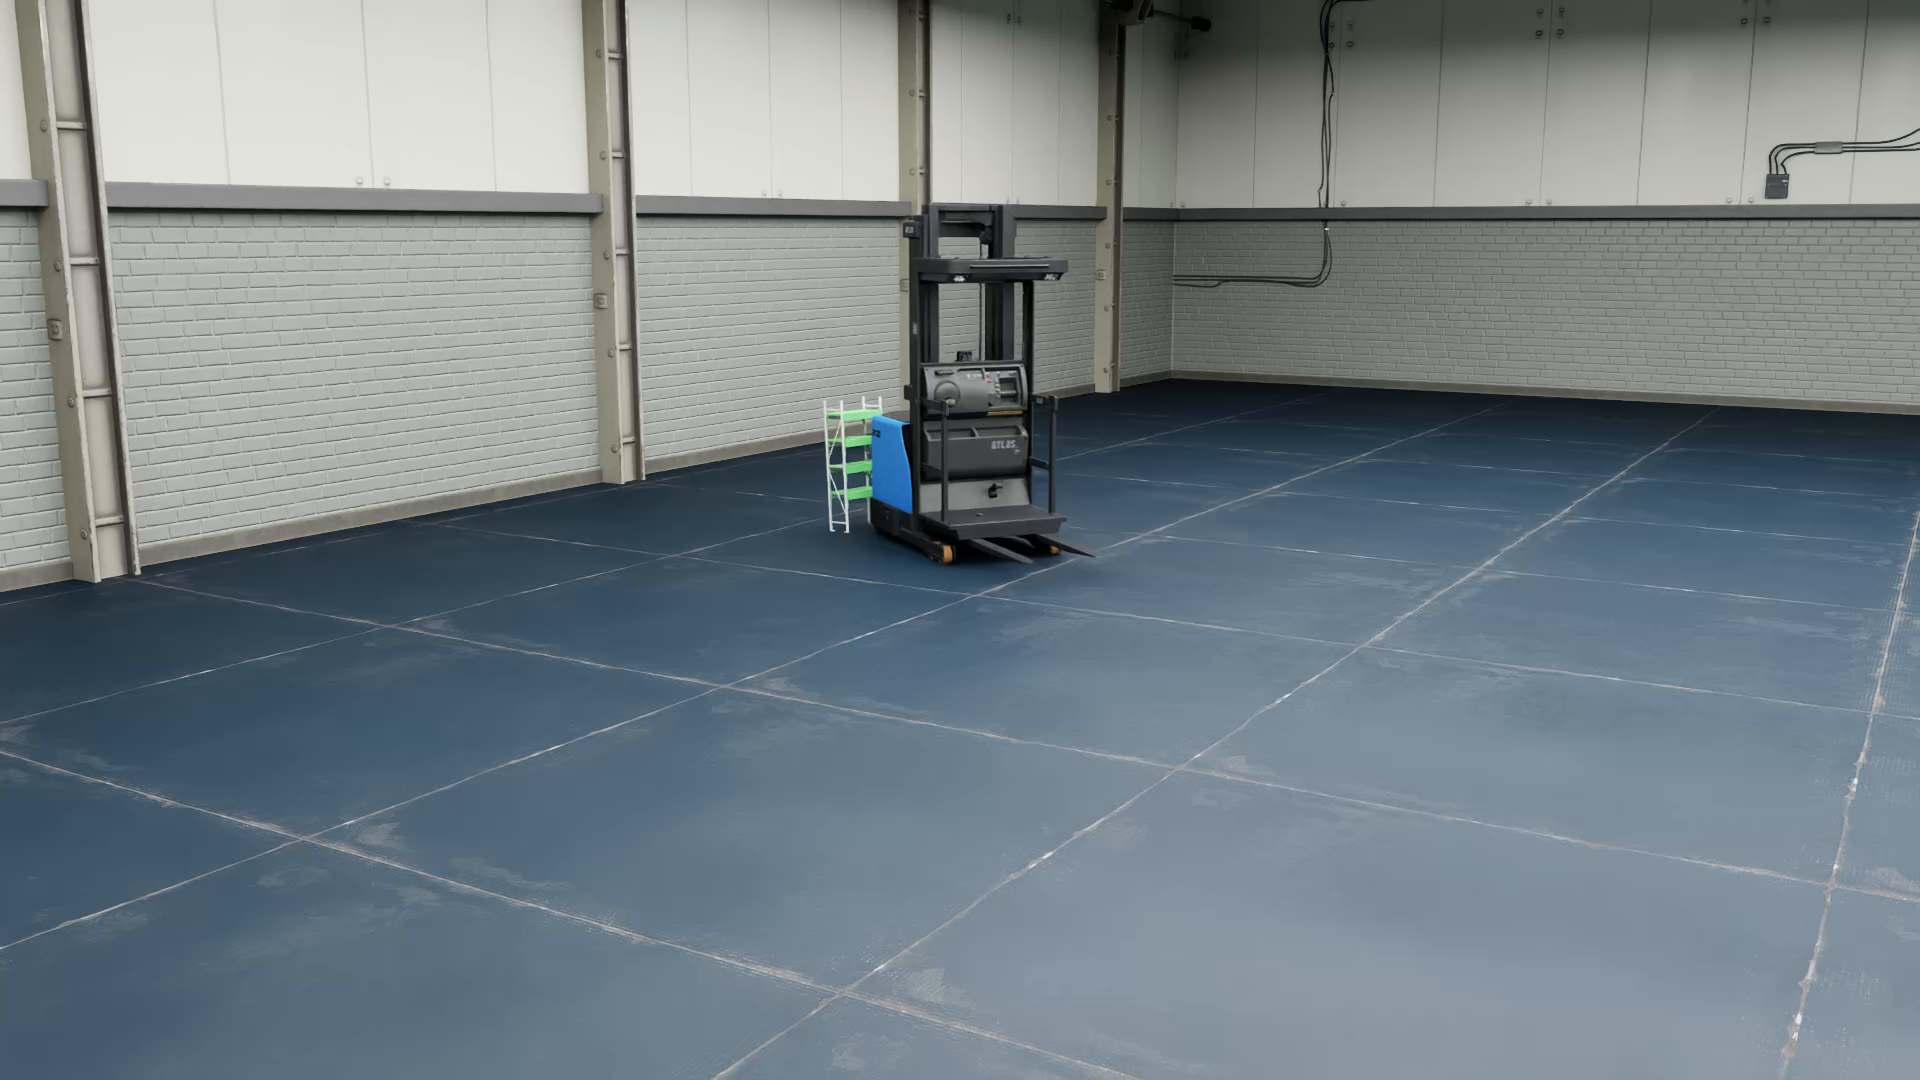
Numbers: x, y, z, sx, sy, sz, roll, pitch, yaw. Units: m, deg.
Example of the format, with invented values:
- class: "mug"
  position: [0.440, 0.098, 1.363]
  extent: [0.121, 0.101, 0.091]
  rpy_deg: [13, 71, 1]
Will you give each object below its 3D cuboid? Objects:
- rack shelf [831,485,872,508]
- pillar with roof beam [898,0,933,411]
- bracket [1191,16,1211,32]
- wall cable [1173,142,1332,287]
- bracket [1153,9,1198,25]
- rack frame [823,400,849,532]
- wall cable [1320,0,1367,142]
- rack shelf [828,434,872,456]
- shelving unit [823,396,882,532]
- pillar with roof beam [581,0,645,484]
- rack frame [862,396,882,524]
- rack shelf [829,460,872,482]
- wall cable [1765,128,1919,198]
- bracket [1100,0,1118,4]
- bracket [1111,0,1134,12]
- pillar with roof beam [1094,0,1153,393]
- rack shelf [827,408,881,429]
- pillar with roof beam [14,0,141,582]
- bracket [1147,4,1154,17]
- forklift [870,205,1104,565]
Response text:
- class: "rack shelf"
  position: [-0.950, -0.403, 15.374]
  extent: [0.258, 0.148, 0.480]
  rpy_deg: [6, 12, 43]
- class: "pillar with roof beam"
  position: [3.073, -5.610, 20.382]
  extent: [9.100, 9.000, 0.400]
  rpy_deg: [6, 12, 31]
- class: "bracket"
  position: [4.258, -9.139, 29.446]
  extent: [0.235, 0.232, 0.430]
  rpy_deg: [6, 12, 31]
- class: "wall cable"
  position: [5.168, -5.776, 29.705]
  extent: [3.097, 2.526, 0.112]
  rpy_deg: [6, 12, 31]
- class: "bracket"
  position: [3.951, -9.046, 28.950]
  extent: [0.076, 0.066, 3.189]
  rpy_deg: [6, 12, 31]
- class: "rack frame"
  position: [-1.128, -0.671, 15.153]
  extent: [0.240, 1.200, 0.015]
  rpy_deg: [6, 12, 43]
- class: "wall cable"
  position: [7.481, -8.000, 27.859]
  extent: [3.097, 2.526, 0.112]
  rpy_deg: [6, 12, 31]
- class: "rack shelf"
  position: [-0.969, -0.878, 15.303]
  extent: [0.258, 0.148, 0.480]
  rpy_deg: [6, 12, 43]
- class: "shelving unit"
  position: [-0.962, -0.704, 15.329]
  extent: [0.258, 1.200, 0.503]
  rpy_deg: [6, 12, 43]
- class: "pillar with roof beam"
  position: [-0.042, -4.667, 15.341]
  extent: [9.100, 9.000, 0.400]
  rpy_deg: [6, 12, 31]
- class: "rack frame"
  position: [-0.797, -0.736, 15.505]
  extent: [0.240, 1.200, 0.015]
  rpy_deg: [6, 12, 43]
- class: "rack shelf"
  position: [-0.960, -0.640, 15.338]
  extent: [0.258, 0.148, 0.480]
  rpy_deg: [6, 12, 43]
- class: "wall cable"
  position: [13.274, -8.064, 24.248]
  extent: [2.305, 6.003, 0.169]
  rpy_deg: [6, 12, 31]
- class: "bracket"
  position: [1.259, -8.230, 24.593]
  extent: [0.076, 0.066, 4.783]
  rpy_deg: [6, 12, 31]
- class: "bracket"
  position: [2.597, -8.635, 26.758]
  extent: [0.235, 0.232, 0.430]
  rpy_deg: [6, 12, 31]
- class: "pillar with roof beam"
  position: [6.188, -6.554, 25.422]
  extent: [9.100, 9.000, 0.548]
  rpy_deg: [6, 12, 31]
- class: "rack shelf"
  position: [-0.979, -1.115, 15.268]
  extent: [0.258, 0.148, 0.480]
  rpy_deg: [6, 12, 43]
- class: "pillar with roof beam"
  position: [-3.157, -3.723, 10.301]
  extent: [9.100, 9.000, 0.400]
  rpy_deg: [6, 12, 31]
- class: "bracket"
  position: [3.028, -8.766, 27.455]
  extent: [0.235, 0.232, 0.430]
  rpy_deg: [6, 12, 31]
- class: "forklift"
  position: [0.221, -1.323, 13.972]
  extent: [1.130, 2.935, 3.031]
  rpy_deg: [-5, 12, -23]
